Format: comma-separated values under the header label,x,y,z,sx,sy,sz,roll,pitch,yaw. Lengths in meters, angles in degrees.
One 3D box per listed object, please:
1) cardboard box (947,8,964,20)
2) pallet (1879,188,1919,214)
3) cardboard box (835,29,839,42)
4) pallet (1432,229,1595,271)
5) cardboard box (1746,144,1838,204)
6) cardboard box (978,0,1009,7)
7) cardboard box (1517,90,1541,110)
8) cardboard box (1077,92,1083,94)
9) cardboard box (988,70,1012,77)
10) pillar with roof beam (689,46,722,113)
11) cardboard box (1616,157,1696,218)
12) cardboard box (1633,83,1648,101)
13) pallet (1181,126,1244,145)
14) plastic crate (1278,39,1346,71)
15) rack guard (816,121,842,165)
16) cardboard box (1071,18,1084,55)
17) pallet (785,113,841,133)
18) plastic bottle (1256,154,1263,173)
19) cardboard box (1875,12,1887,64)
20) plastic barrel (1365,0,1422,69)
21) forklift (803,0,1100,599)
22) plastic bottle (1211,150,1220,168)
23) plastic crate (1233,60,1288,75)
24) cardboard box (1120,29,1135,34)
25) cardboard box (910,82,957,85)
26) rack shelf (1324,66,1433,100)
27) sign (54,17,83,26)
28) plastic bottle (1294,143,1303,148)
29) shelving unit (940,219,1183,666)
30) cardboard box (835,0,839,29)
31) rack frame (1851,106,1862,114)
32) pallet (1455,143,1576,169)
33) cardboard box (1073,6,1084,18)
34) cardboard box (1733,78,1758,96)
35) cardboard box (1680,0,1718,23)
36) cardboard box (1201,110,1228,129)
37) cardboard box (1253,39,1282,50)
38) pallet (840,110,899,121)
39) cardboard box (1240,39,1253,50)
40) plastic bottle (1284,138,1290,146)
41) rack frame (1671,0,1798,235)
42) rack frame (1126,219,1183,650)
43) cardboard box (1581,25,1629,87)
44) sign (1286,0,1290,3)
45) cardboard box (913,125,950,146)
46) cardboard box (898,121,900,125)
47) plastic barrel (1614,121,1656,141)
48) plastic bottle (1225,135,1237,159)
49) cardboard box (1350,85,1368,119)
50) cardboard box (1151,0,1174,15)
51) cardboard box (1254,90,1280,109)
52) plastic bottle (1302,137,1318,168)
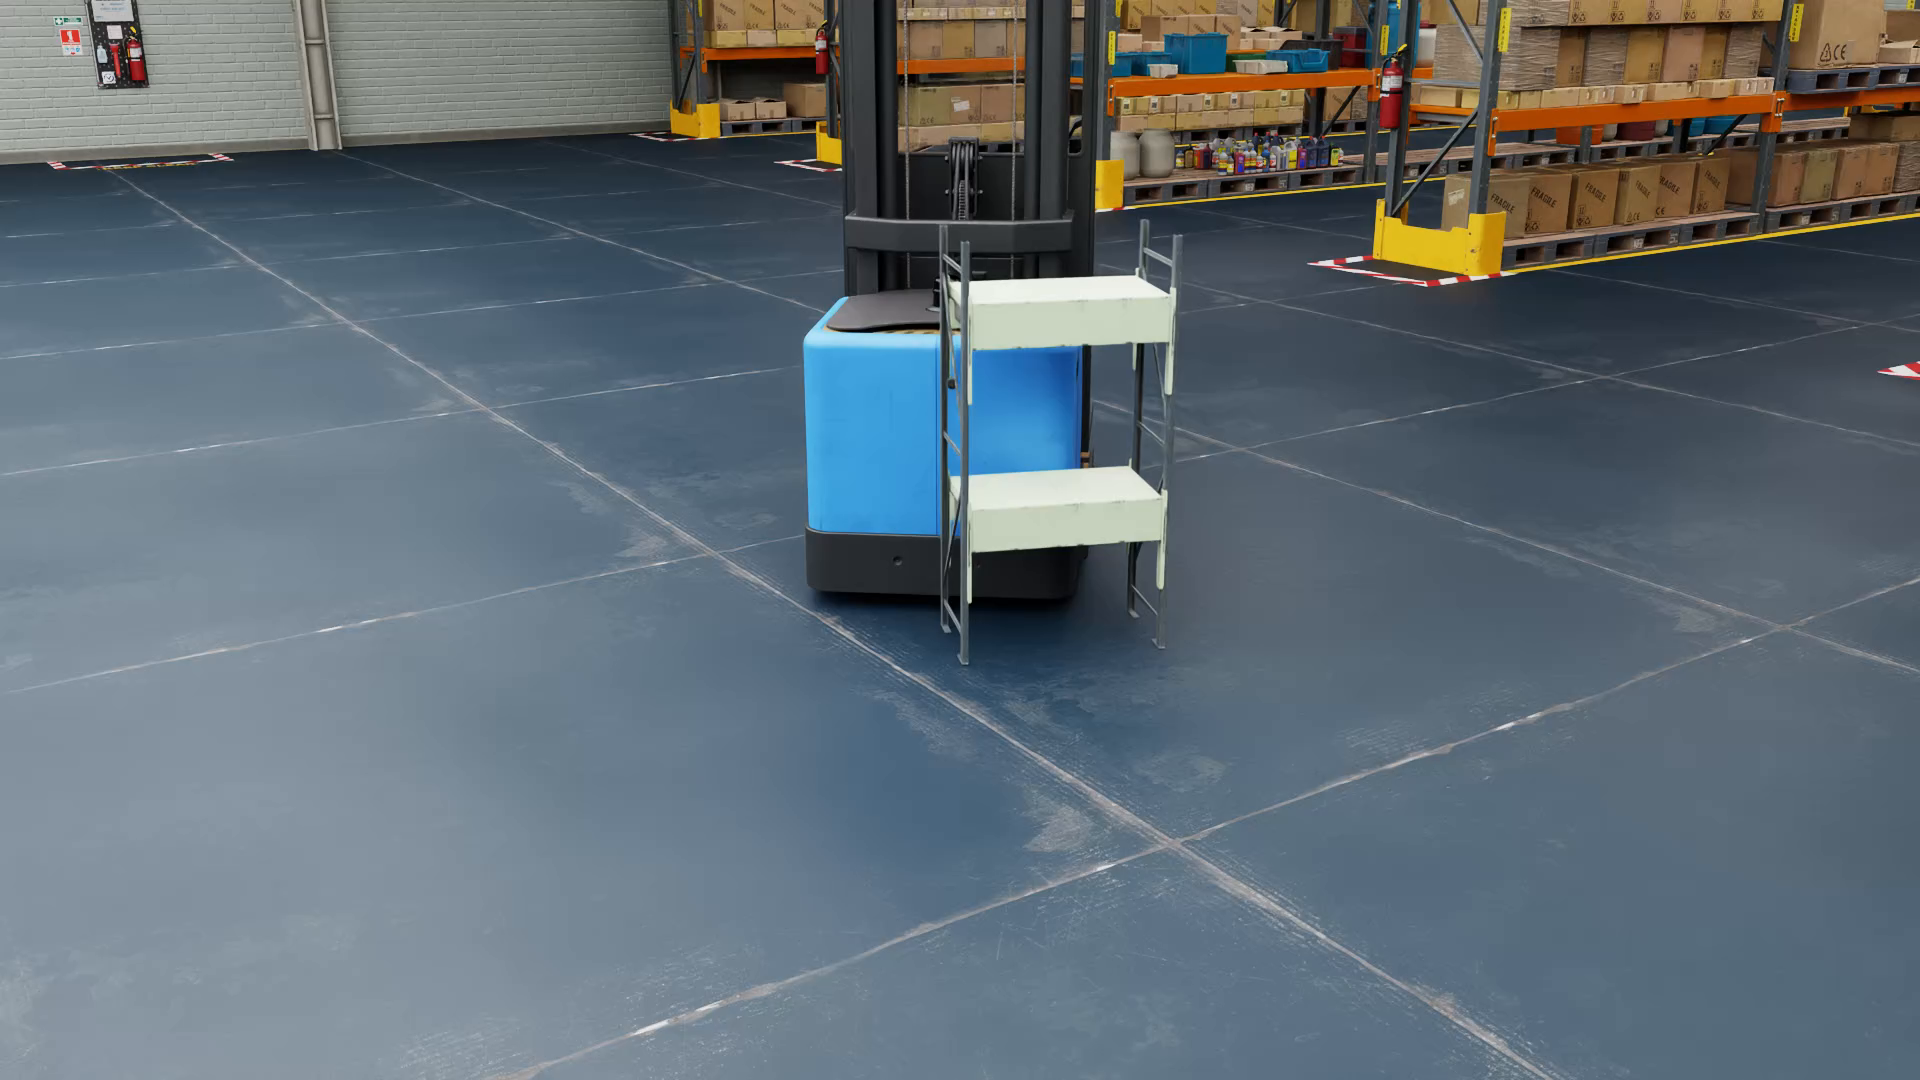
label,x,y,z,sx,sy,sz,roll,pitch,yaw
cardboard box,-0.152,-6.953,21.958,0.250,0.149,0.380,-13,23,-33
pallet,10.014,-3.705,17.873,1.213,0.211,1.003,-12,22,-31
cardboard box,-1.907,-8.029,26.513,0.500,0.250,0.500,-12,22,-32
pallet,4.748,-2.580,14.546,1.213,0.211,1.003,-12,22,-31
cardboard box,8.260,-3.664,16.615,0.500,0.500,0.700,-12,22,-32
cardboard box,0.257,-7.426,22.344,0.500,0.500,0.700,-12,22,-31
cardboard box,4.575,-3.660,13.780,0.250,0.149,0.380,-12,22,-31
cardboard box,1.922,-8.021,29.503,0.500,0.500,0.700,-12,22,-31
cardboard box,0.558,-8.118,28.618,0.500,0.250,0.500,-13,22,-33
pillar with roof beam,-1.710,-9.774,22.104,0.400,9.000,9.100,-12,22,-31
cardboard box,6.497,-3.310,15.601,0.500,0.500,0.500,-5,19,-14
cardboard box,5.797,-3.939,14.605,0.250,0.149,0.380,-12,22,-31
pallet,3.495,-6.144,25.089,1.213,0.211,1.003,-12,22,-31
plastic crate,4.096,-5.696,19.505,0.504,0.338,0.767,-12,22,-31
rack guard,-1.479,-5.216,21.892,0.348,0.500,1.175,-12,22,-31
cardboard box,1.515,-7.076,23.336,0.500,0.500,0.700,-13,22,-33
pallet,-2.407,-6.768,26.935,1.213,0.211,1.003,-12,22,-31
plastic bottle,3.400,-4.293,18.941,0.097,0.201,0.097,0,19,0
cardboard box,8.724,-5.036,16.641,0.637,0.503,0.797,-9,21,-26
plastic barrel,5.092,-6.008,19.549,0.708,0.901,0.600,-12,22,-31
forklift,0.063,-1.589,7.369,1.130,2.935,3.031,2,19,5
plastic bottle,2.980,-4.434,19.358,0.097,0.201,0.097,0,19,0
plastic crate,3.386,-5.304,18.663,0.437,0.136,0.530,-12,22,-31
cardboard box,2.897,-9.024,29.615,0.250,0.149,0.380,-12,22,-32
cardboard box,-0.348,-6.010,22.805,0.500,0.500,0.500,-12,22,-31
rack shelf,6.273,-5.795,20.825,4.000,0.370,1.077,-12,22,-31
sign,-11.683,-6.798,21.786,0.331,0.109,0.001,-12,22,-31
plastic bottle,3.961,-4.512,19.474,0.135,0.276,0.152,-12,22,-31
shelving unit,0.338,-0.349,5.932,0.755,1.500,0.431,-4,19,-11
cardboard box,-1.911,-8.385,26.397,0.500,0.500,0.500,-13,22,-33
rack frame,14.625,-7.897,25.920,0.127,3.000,1.000,-12,22,-31
pallet,7.275,-5.041,21.825,1.213,0.211,1.003,-12,22,-31
cardboard box,1.565,-7.315,23.030,0.250,0.149,0.380,-12,22,-33
cardboard box,7.095,-4.181,15.322,0.250,0.149,0.380,-12,22,-31
cardboard box,6.267,-4.791,14.551,0.500,0.500,0.500,-12,22,-31
cardboard box,3.639,-6.281,24.777,0.500,0.250,0.500,-11,22,-30
cardboard box,4.623,-7.462,25.025,0.250,0.149,0.380,-12,22,-31
pallet,-1.387,-6.984,27.574,1.213,0.211,1.003,-12,22,-31
cardboard box,4.188,-7.455,25.004,0.250,0.149,0.380,-10,21,-27
plastic bottle,3.900,-4.673,19.939,0.133,0.283,0.061,-12,22,-31
rack frame,7.327,-4.458,15.749,0.127,3.000,1.000,-12,22,-31
rack frame,0.696,-0.373,6.002,0.023,1.500,0.400,-4,19,-11
cardboard box,5.254,-4.228,14.448,0.500,0.500,0.875,-12,22,-31
sign,6.142,-10.210,31.077,0.005,0.325,0.100,-12,22,-31
cardboard box,-0.473,-5.425,22.244,0.500,0.250,0.500,-12,22,-31
cardboard box,-0.763,-5.565,22.661,0.500,0.250,0.500,-12,22,-31
plastic barrel,9.286,-5.834,22.927,0.708,0.588,0.600,-12,22,-31
plastic bottle,3.188,-4.597,19.609,0.185,0.351,0.144,-12,22,-32
cardboard box,6.194,-6.935,26.291,0.500,0.500,0.500,-13,23,-33
cardboard box,3.484,-9.442,29.839,0.500,0.500,0.500,-11,22,-30
cardboard box,4.490,-6.724,25.212,0.500,0.311,0.500,-12,22,-32
plastic bottle,4.063,-4.512,19.358,0.185,0.351,0.144,-13,23,-34
